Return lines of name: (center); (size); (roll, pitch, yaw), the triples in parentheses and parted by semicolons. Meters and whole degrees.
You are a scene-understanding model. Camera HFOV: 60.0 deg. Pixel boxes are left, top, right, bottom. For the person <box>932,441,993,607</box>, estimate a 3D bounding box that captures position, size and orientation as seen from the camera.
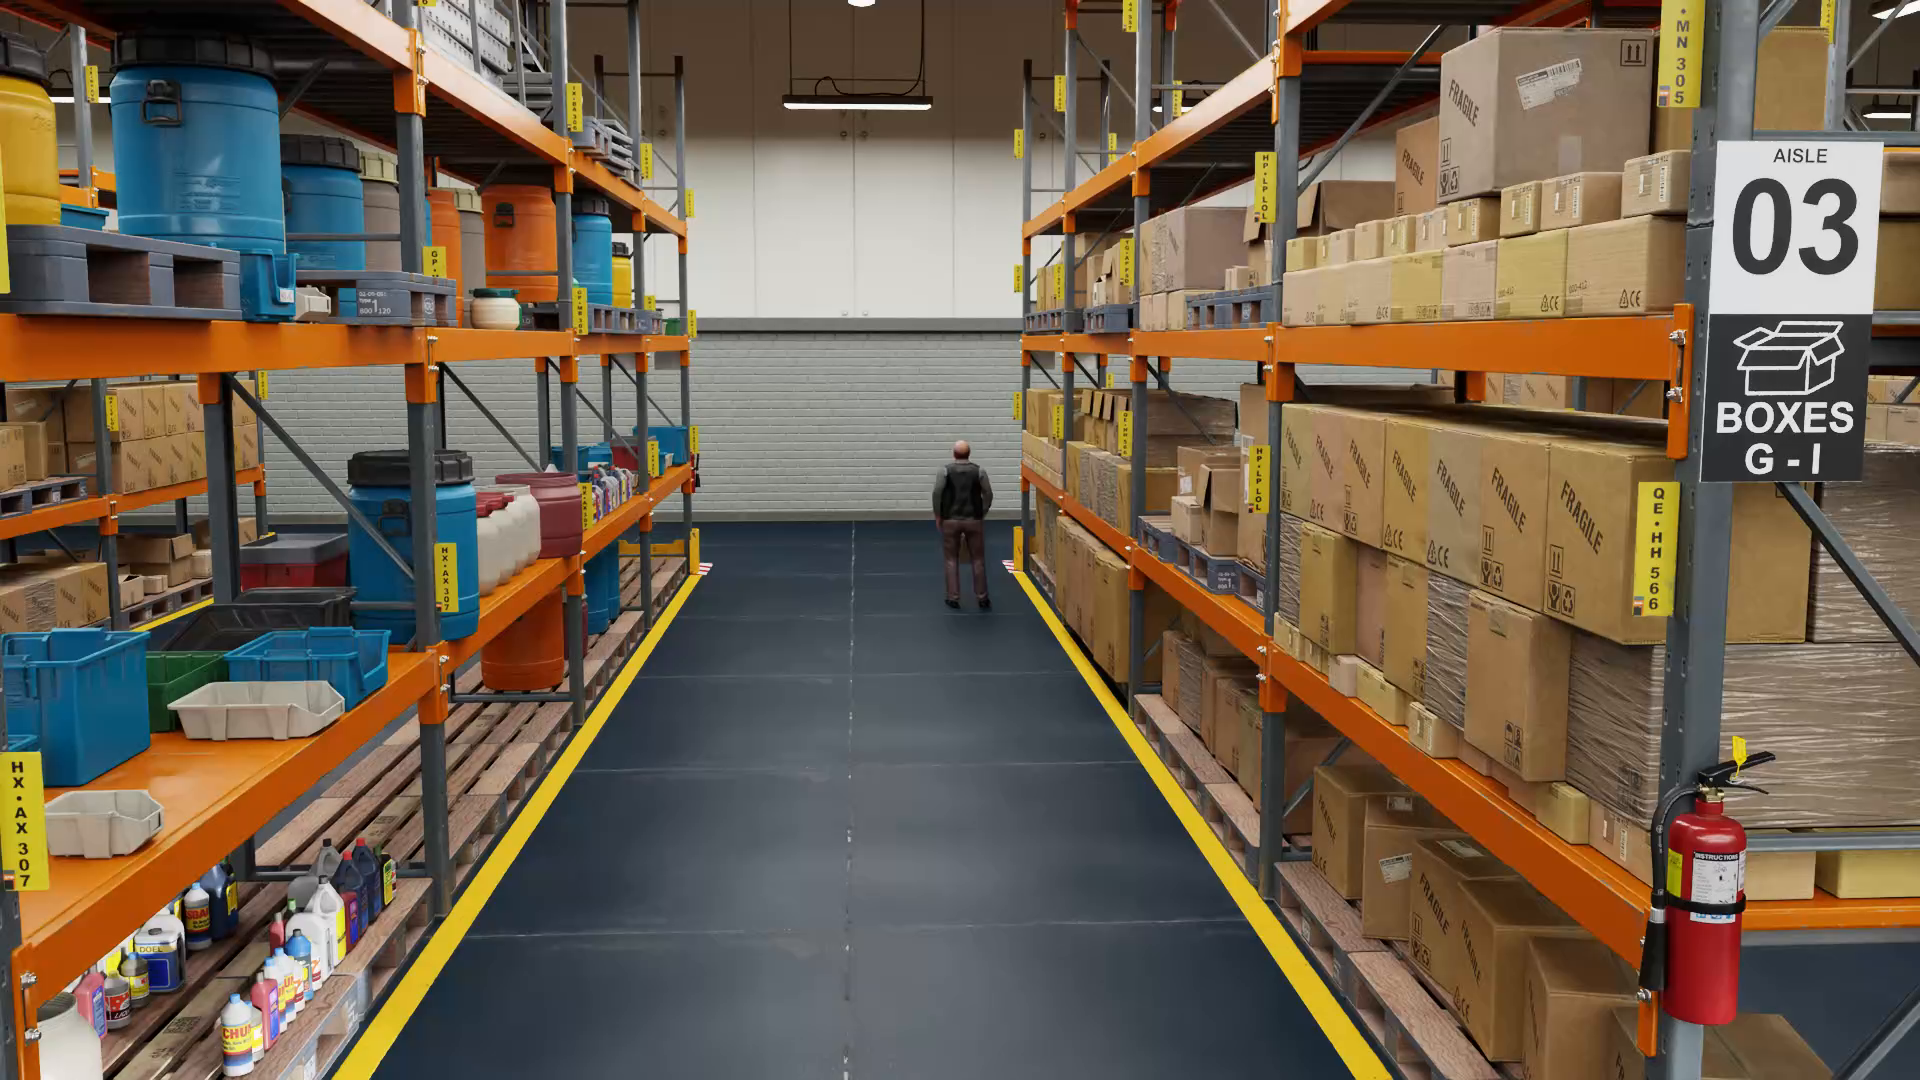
person: (0.026, -0.176, 17.343); (0.637, 1.715, 0.424); (0, 7, -4)
